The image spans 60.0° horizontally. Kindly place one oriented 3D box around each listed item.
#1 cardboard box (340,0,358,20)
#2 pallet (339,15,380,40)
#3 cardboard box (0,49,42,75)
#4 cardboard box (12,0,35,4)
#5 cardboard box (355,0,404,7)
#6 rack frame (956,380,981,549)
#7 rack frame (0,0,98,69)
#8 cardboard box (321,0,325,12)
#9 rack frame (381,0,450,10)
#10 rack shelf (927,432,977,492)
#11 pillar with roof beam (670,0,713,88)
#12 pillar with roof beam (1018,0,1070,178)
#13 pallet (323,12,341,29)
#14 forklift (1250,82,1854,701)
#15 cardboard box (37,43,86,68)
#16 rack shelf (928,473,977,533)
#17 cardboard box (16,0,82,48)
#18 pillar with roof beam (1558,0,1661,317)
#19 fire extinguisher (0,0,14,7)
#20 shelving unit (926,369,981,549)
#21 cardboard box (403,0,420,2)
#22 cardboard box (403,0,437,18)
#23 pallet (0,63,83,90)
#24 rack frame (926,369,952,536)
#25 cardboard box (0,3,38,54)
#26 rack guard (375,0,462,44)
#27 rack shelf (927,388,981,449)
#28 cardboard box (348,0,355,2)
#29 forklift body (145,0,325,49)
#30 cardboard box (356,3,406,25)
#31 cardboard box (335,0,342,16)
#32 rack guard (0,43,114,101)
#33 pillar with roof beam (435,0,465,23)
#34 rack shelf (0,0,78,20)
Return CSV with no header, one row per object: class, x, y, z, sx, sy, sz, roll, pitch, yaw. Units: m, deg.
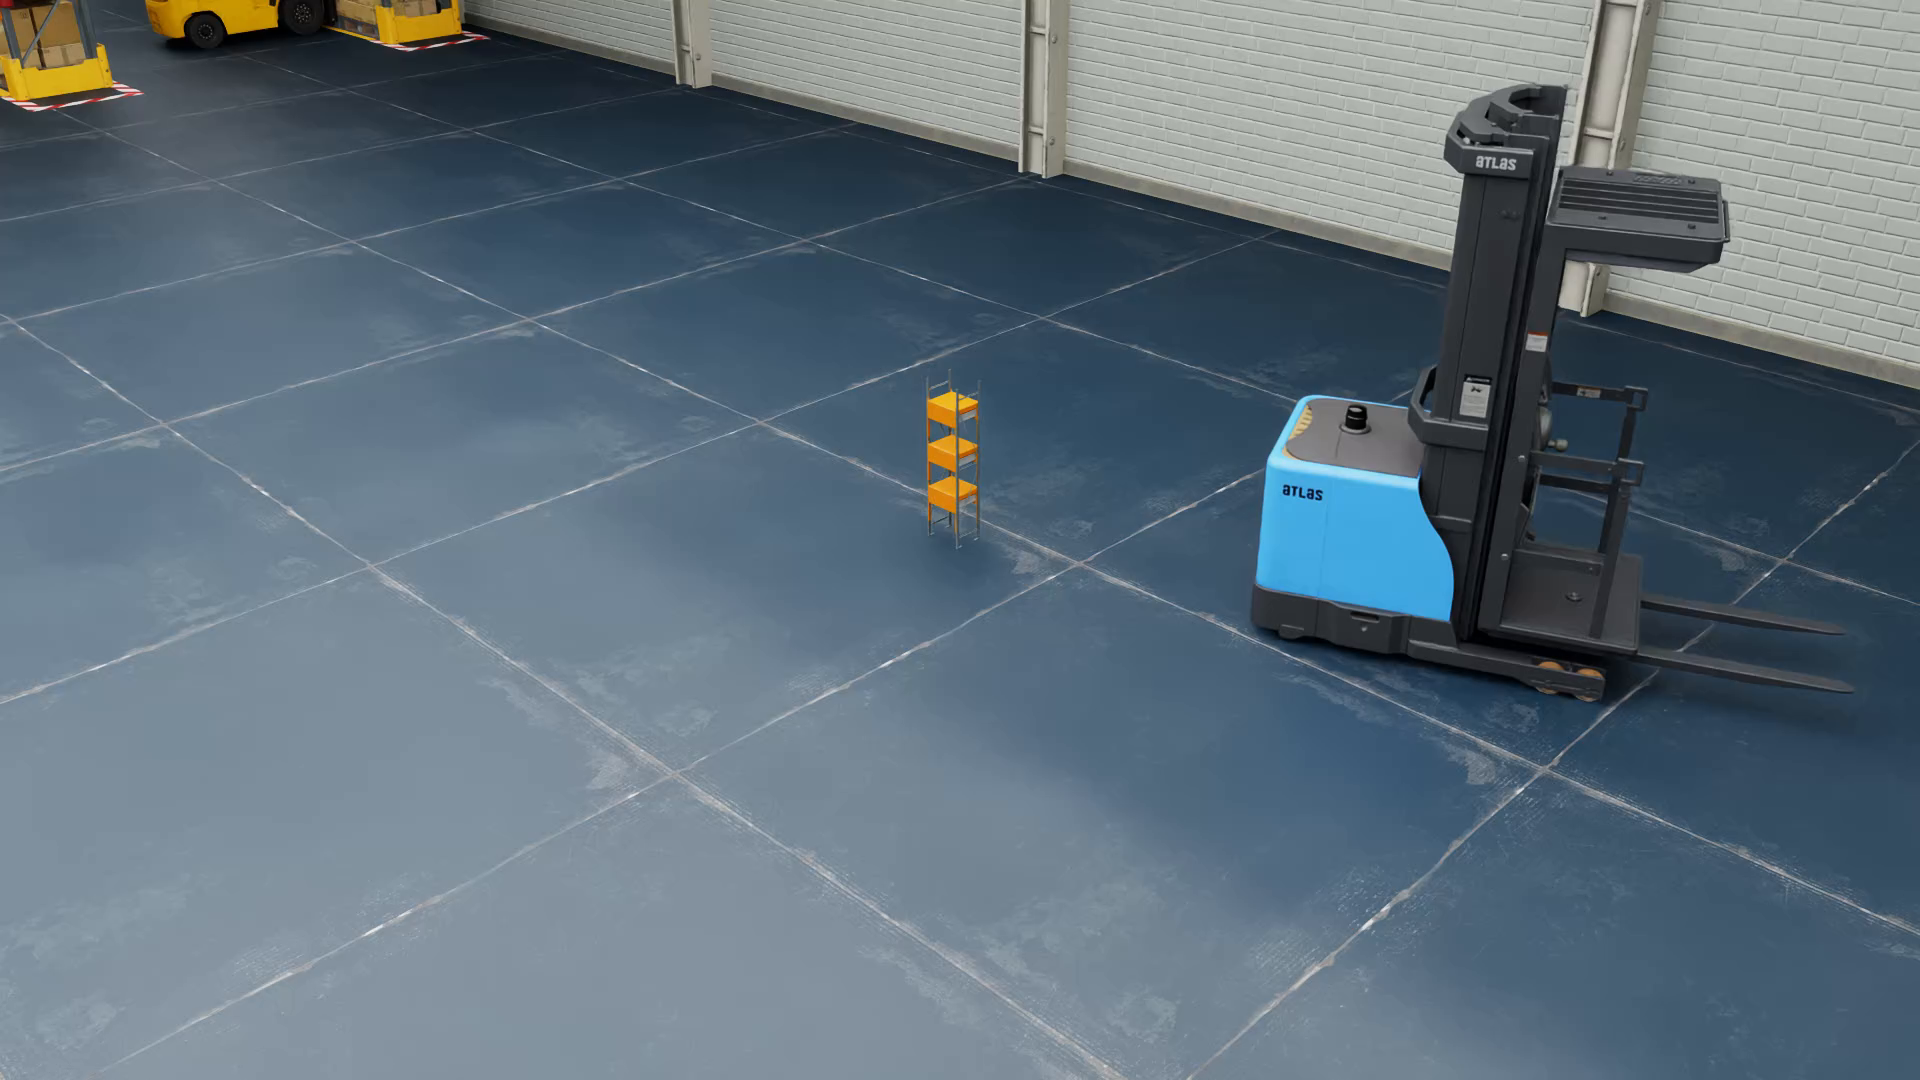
cardboard box,-8.730,-7.814,24.390,0.500,0.250,0.500,25,36,38
pallet,-8.400,-7.632,24.538,1.213,0.211,1.003,25,36,38
cardboard box,-12.085,-6.134,21.195,0.500,0.250,0.500,24,36,38
cardboard box,-12.077,-6.815,21.685,0.500,0.500,0.500,23,35,37
cardboard box,-8.391,-7.876,23.972,0.500,0.250,0.500,24,36,38
rack frame,0.049,-0.442,9.963,0.008,1.050,0.200,25,36,38
rack frame,-11.303,-6.982,20.306,0.127,3.000,1.000,25,36,38
cardboard box,-9.466,-8.142,25.014,0.500,0.250,0.500,-24,36,-38
rack frame,-7.825,-8.631,23.441,0.127,3.000,1.000,25,36,38
rack shelf,-0.038,-0.473,10.044,0.240,0.259,0.215,25,36,38
pillar with roof beam,-6.430,-8.426,16.606,0.400,9.000,9.100,25,36,38
pillar with roof beam,-2.151,-6.468,12.882,0.400,9.000,9.100,25,36,38
pallet,-9.266,-8.030,25.295,1.213,0.211,1.003,25,36,38
forklift,3.187,-0.738,8.505,3.031,2.935,1.130,10,29,19
cardboard box,-11.684,-6.306,21.523,0.500,0.250,0.500,24,36,38
rack shelf,-0.038,-0.227,10.173,0.240,0.259,0.215,25,36,38
cardboard box,-11.701,-6.646,21.363,0.500,0.500,0.500,23,36,37
pillar with roof beam,2.127,-4.511,9.159,0.400,9.000,9.100,25,36,38
fire extinguisher,-11.544,-6.758,19.962,0.183,0.674,0.296,25,36,38
shelving unit,-0.038,-0.482,10.039,0.252,1.050,0.215,25,36,38
cardboard box,-8.015,-8.043,24.290,0.500,0.250,0.500,-25,36,-38
cardboard box,-8.038,-7.825,24.412,0.500,0.250,0.500,25,37,39
pallet,-11.911,-6.050,21.529,1.213,0.211,1.003,25,36,38
rack frame,-0.125,-0.522,10.115,0.008,1.050,0.200,25,36,38
cardboard box,-12.057,-6.458,21.006,0.500,0.500,0.500,25,37,39
rack guard,-7.808,-7.517,24.008,0.348,0.500,1.175,25,36,38
rack shelf,-0.038,-0.724,9.912,0.240,0.259,0.215,25,36,38
cardboard box,-8.742,-8.043,24.290,0.500,0.250,0.500,24,36,38
forklift body,-10.456,-8.269,23.664,1.214,2.155,2.313,25,36,38
cardboard box,-8.382,-7.648,24.076,0.500,0.250,0.500,25,37,39
cardboard box,-9.080,-7.980,24.706,0.500,0.250,0.500,-25,37,-39
rack guard,-11.357,-5.901,20.935,0.348,0.500,1.175,25,36,38
pillar with roof beam,-10.708,-10.384,20.329,0.400,9.000,9.100,25,36,38
rack shelf,-12.729,-7.317,21.715,4.000,0.370,1.077,25,36,38
